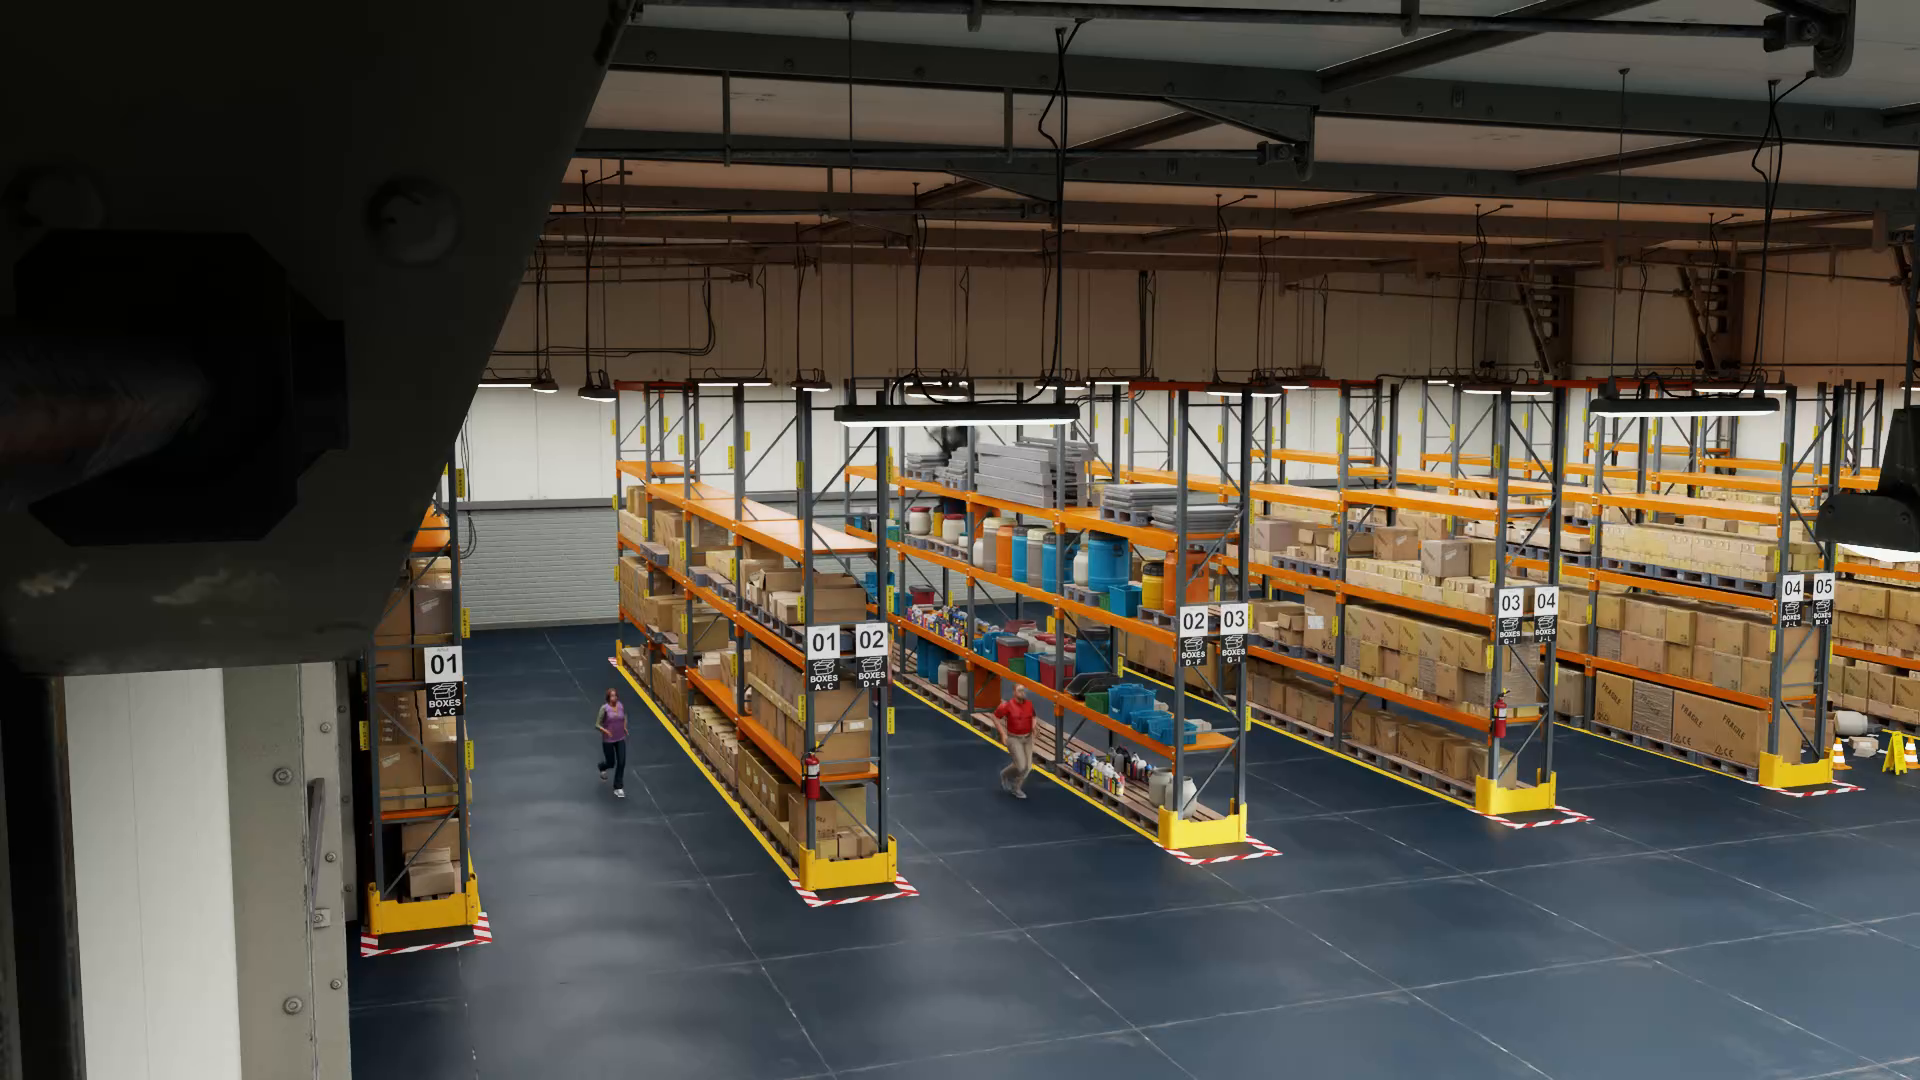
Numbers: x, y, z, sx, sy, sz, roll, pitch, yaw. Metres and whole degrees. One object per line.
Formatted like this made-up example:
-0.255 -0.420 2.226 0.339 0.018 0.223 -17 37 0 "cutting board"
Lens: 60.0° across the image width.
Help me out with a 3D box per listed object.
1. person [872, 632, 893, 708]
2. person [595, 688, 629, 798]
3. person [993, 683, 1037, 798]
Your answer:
-1.447 2.281 30.455 0.559 1.717 0.698 -2 6 -18 "person"
-5.125 2.972 24.550 0.537 1.563 0.779 -4 7 -34 "person"
0.877 2.933 24.249 0.658 1.683 0.590 -4 7 -32 "person"
